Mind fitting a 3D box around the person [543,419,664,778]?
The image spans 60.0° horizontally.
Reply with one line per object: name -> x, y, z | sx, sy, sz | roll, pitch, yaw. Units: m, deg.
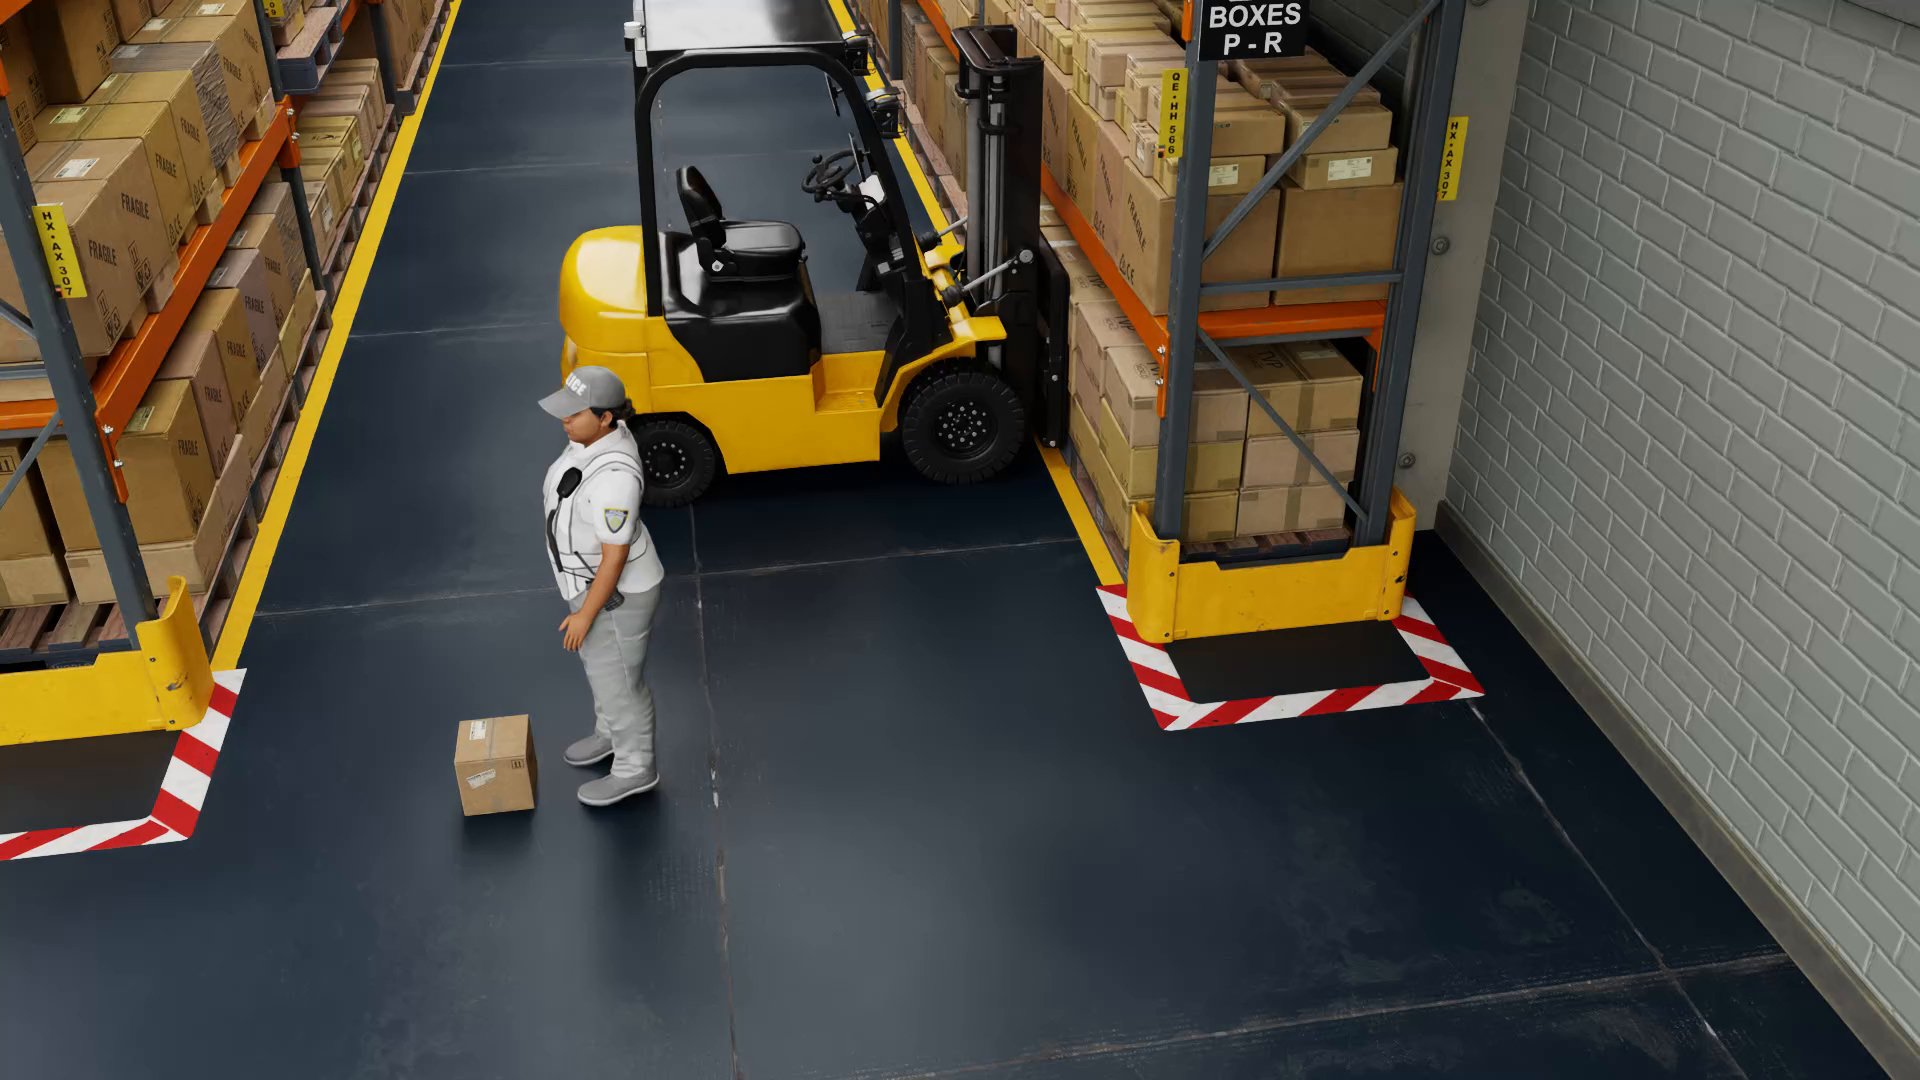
person -> -1.231, 0.224, 5.867 | 0.379, 1.364, 0.433 | -9, 32, -15
